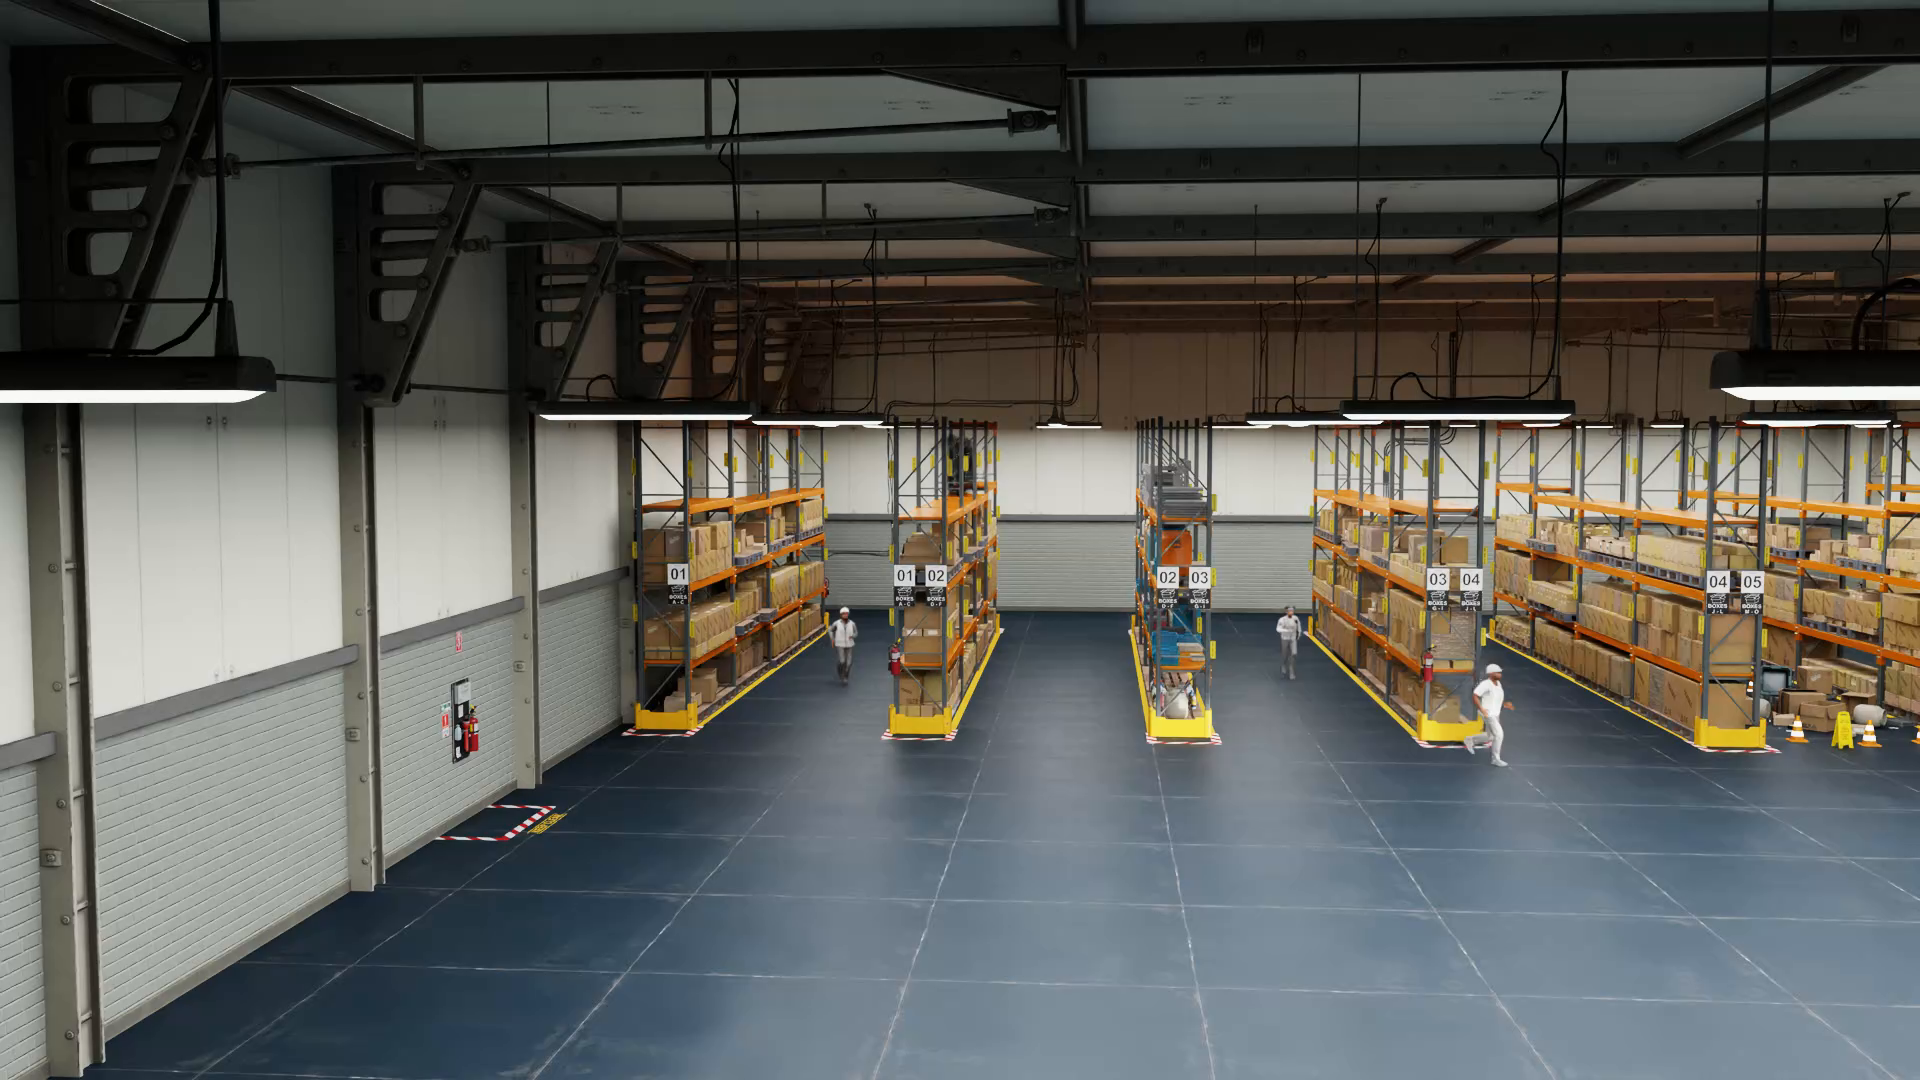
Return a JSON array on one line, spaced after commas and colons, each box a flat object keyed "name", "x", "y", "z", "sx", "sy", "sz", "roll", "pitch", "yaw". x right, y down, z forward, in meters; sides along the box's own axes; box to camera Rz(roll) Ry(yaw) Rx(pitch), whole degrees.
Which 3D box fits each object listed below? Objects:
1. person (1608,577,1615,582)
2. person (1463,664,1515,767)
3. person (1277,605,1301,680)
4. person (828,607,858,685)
[{"name": "person", "x": 18.415, "y": 1.829, "z": 47.068, "sx": 0.872, "sy": 1.599, "sz": 0.529, "roll": 0, "pitch": 4, "yaw": 2}, {"name": "person", "x": 9.049, "y": 2.991, "z": 28.630, "sx": 0.855, "sy": 1.738, "sz": 0.680, "roll": 3, "pitch": 5, "yaw": 39}, {"name": "person", "x": 7.661, "y": 2.358, "z": 38.760, "sx": 0.639, "sy": 1.731, "sz": 0.877, "roll": 0, "pitch": 4, "yaw": -6}, {"name": "person", "x": -2.604, "y": 2.391, "z": 37.478, "sx": 0.633, "sy": 1.740, "sz": 0.659, "roll": -1, "pitch": 4, "yaw": -16}]
